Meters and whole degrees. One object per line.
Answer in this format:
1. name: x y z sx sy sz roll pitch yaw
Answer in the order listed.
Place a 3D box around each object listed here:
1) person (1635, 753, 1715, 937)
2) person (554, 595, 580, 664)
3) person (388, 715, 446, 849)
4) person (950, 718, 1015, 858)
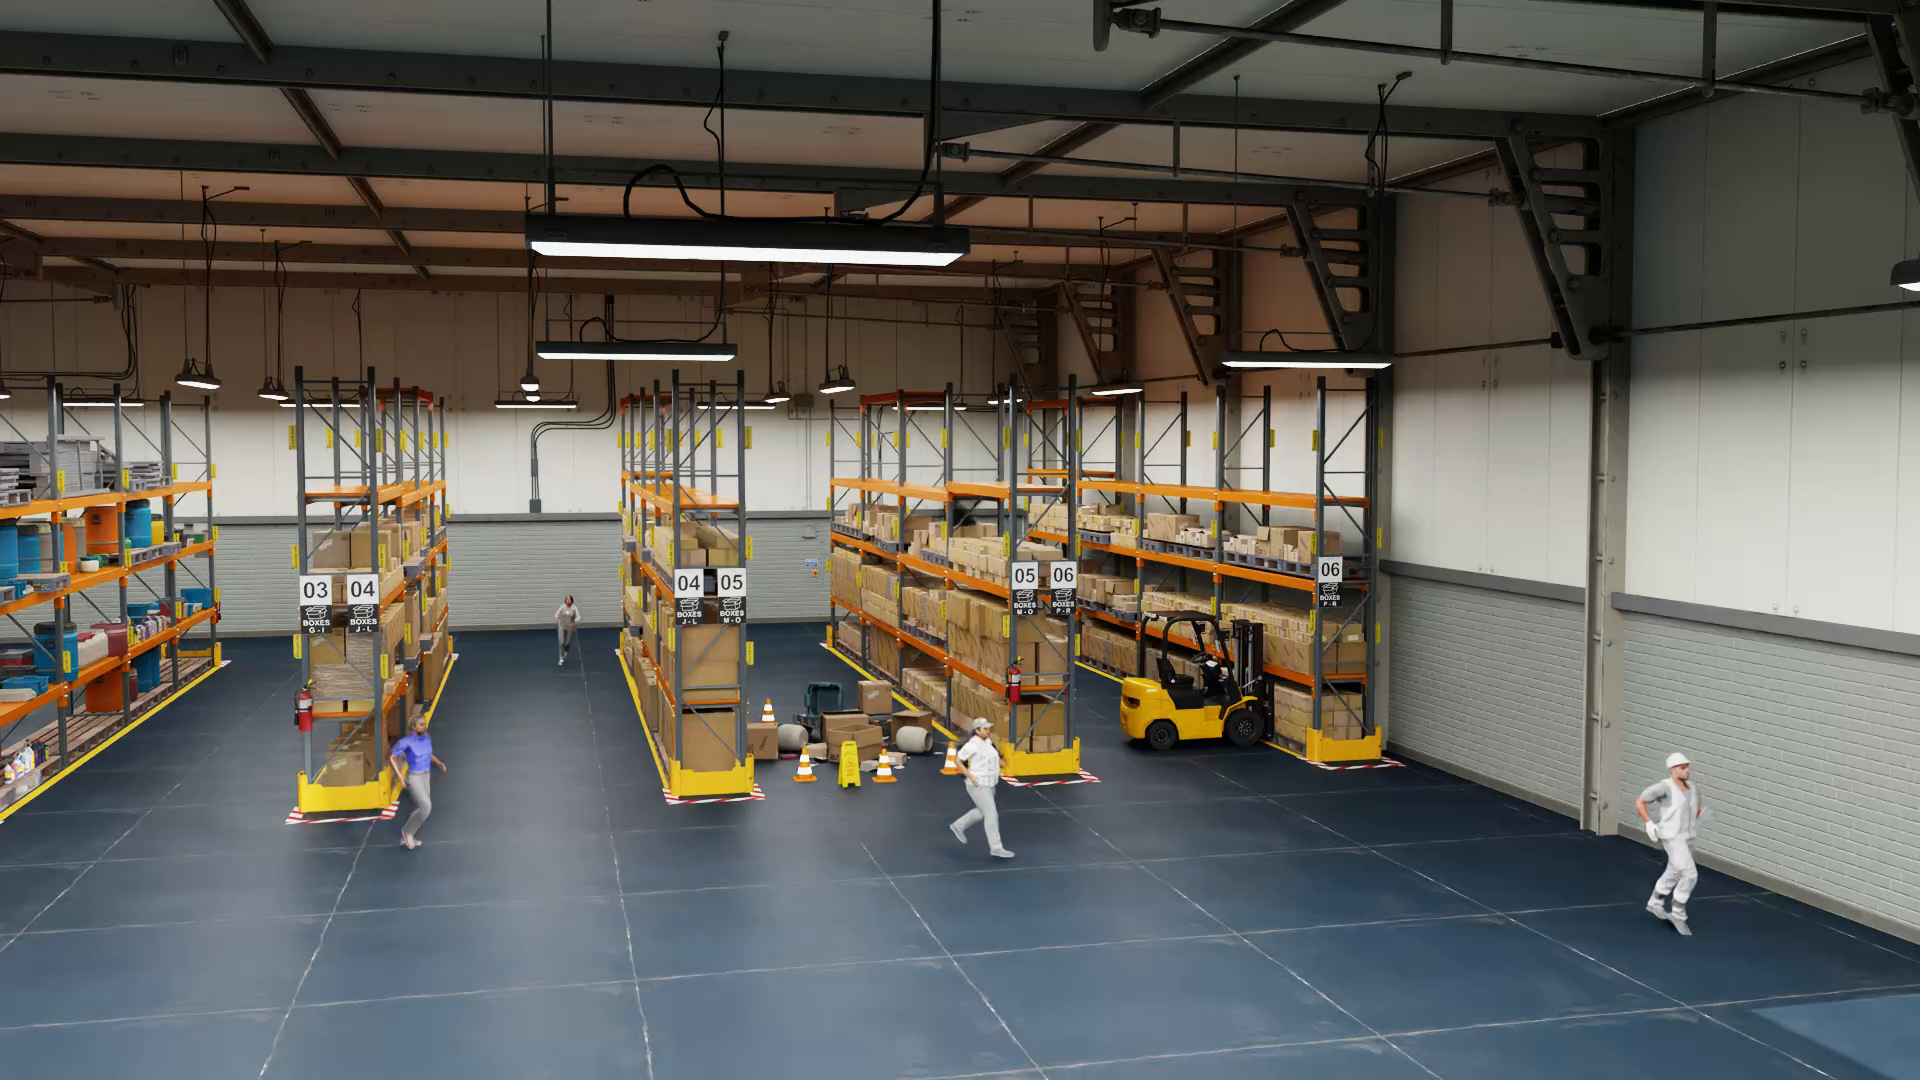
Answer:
1. person: 7.331 3.093 16.989 0.641 1.838 0.763 -2 4 -31
2. person: -8.845 2.011 37.464 0.573 1.552 0.595 0 3 -7
3. person: -6.622 2.968 20.421 0.610 1.631 0.581 1 4 20
4. person: 0.261 2.963 20.081 0.910 1.644 0.613 2 4 26
